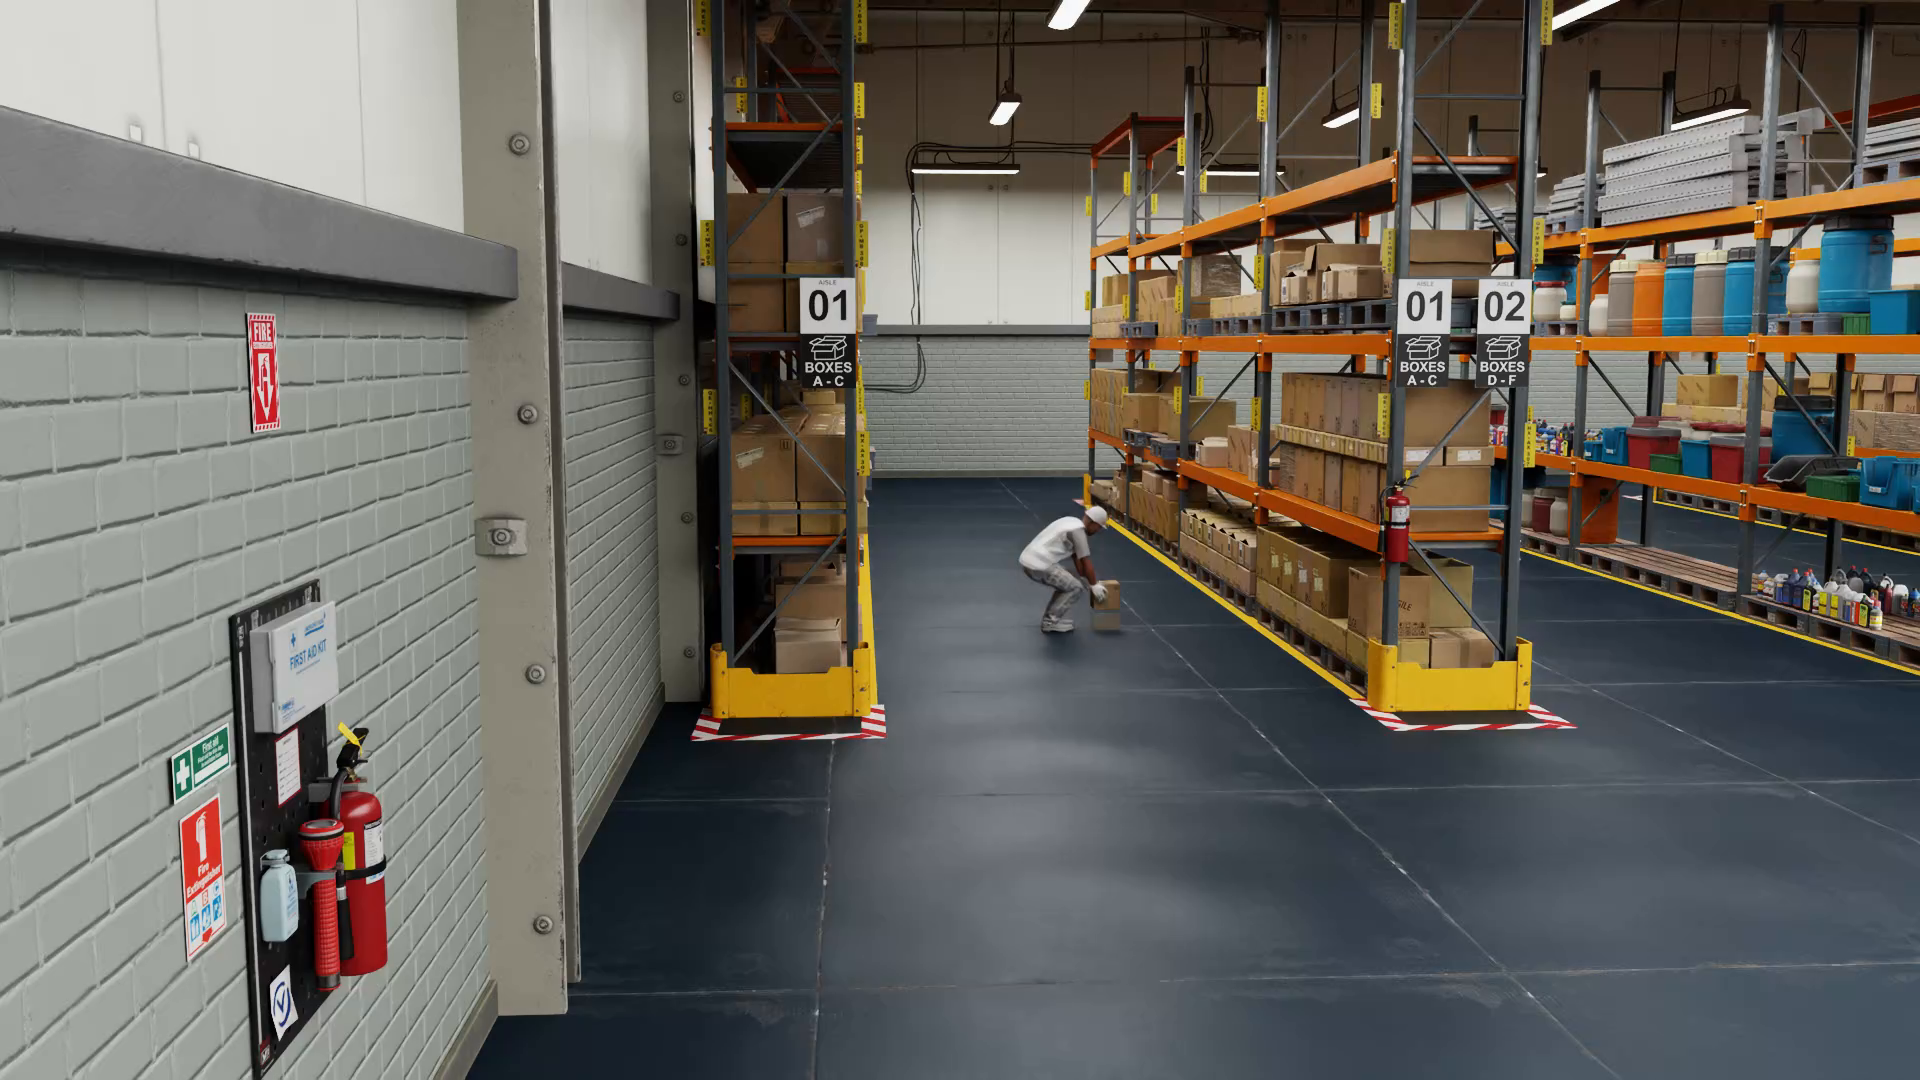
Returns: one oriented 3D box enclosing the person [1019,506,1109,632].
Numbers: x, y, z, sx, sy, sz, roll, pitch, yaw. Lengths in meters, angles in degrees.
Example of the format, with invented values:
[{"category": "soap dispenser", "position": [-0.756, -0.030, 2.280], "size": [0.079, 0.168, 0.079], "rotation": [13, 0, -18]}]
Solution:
[{"category": "person", "position": [0.990, 0.265, 15.981], "size": [0.853, 1.183, 0.597], "rotation": [0, 7, -4]}]
